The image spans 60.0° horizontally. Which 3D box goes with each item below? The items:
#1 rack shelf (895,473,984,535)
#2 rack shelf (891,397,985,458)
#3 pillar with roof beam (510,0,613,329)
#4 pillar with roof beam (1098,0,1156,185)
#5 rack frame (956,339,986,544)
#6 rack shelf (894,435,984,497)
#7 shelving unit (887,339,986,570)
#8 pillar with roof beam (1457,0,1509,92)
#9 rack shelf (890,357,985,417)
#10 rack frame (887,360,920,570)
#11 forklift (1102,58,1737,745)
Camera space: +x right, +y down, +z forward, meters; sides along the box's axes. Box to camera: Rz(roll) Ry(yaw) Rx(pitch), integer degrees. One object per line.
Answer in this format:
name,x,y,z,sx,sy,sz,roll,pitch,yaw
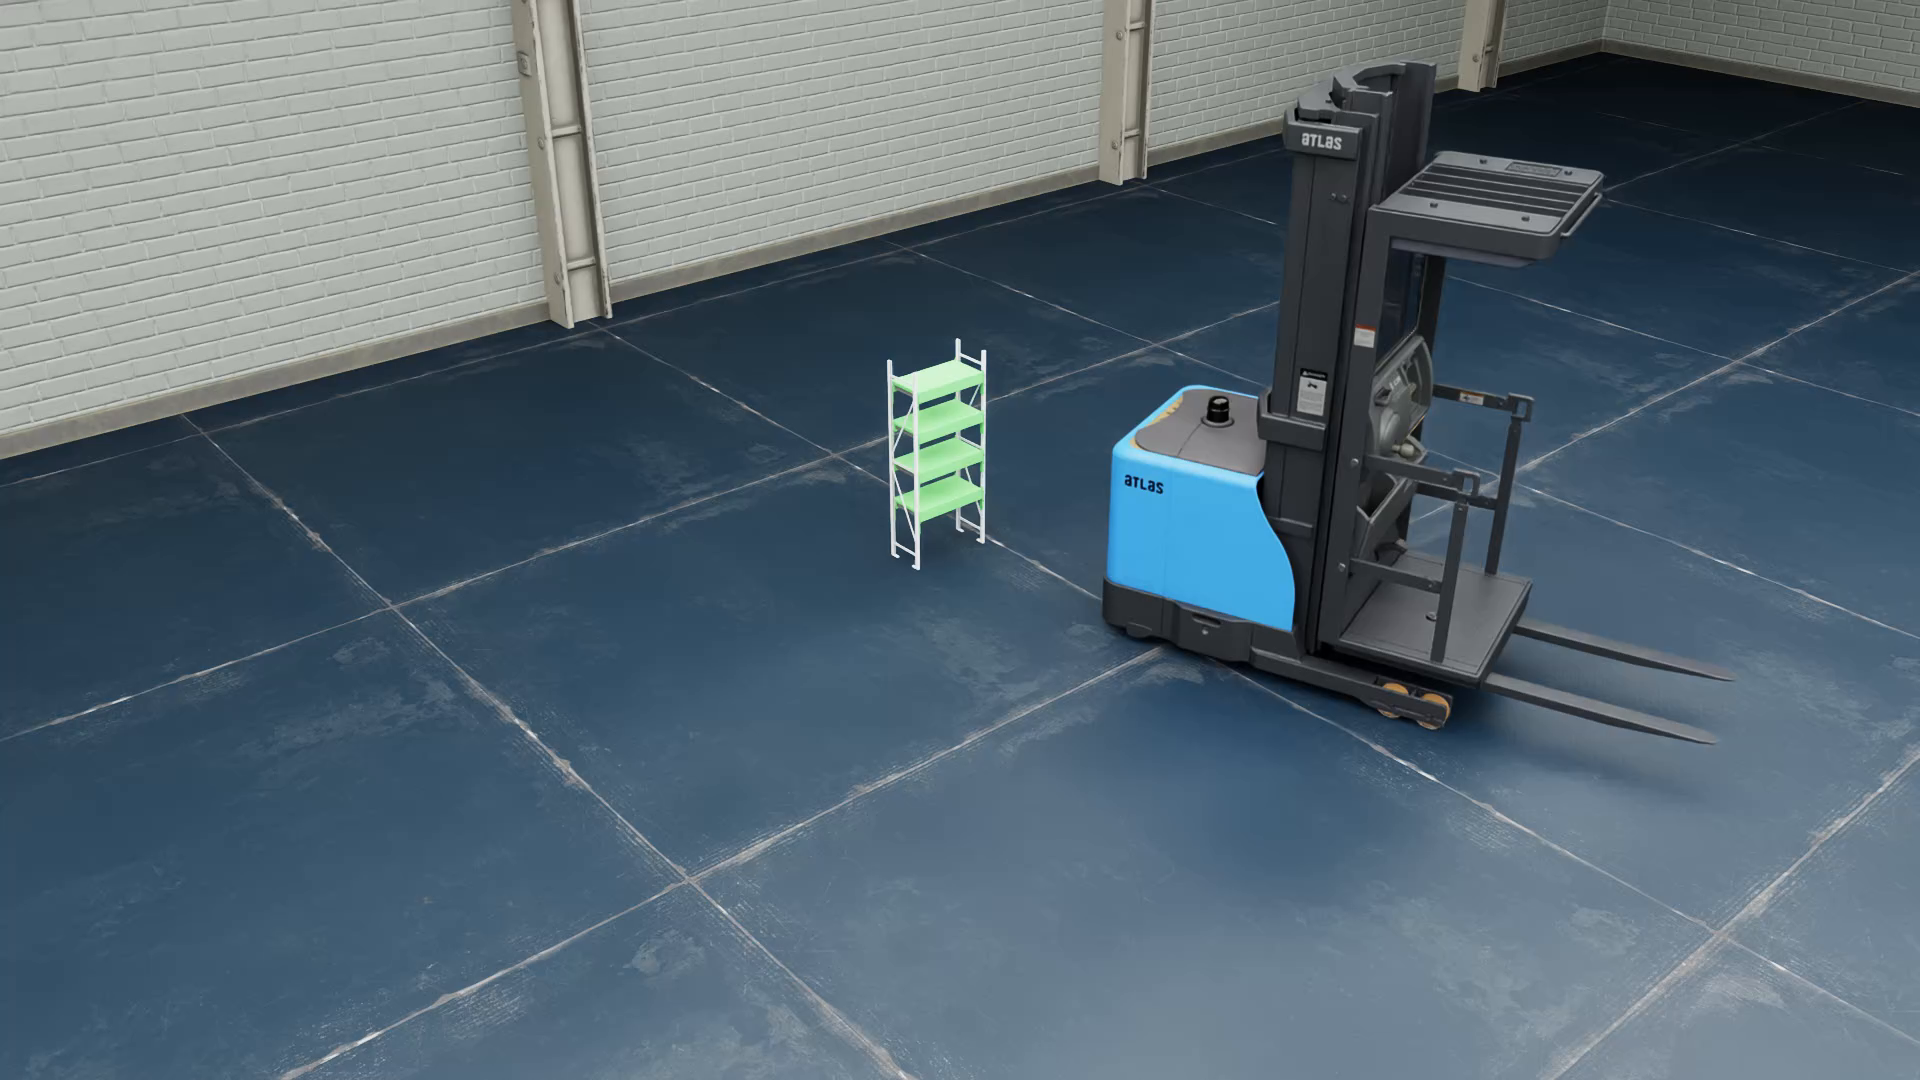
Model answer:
rack shelf,-0.126,-0.211,9.516,0.480,0.148,0.258,-22,35,-35
rack shelf,-0.126,-0.634,9.289,0.480,0.148,0.258,-22,35,-35
pillar with roof beam,-0.171,-4.166,7.997,0.400,9.000,9.100,-22,35,-35
pillar with roof beam,4.393,-6.001,11.432,0.400,9.000,9.100,-22,35,-35
rack frame,0.060,-0.553,9.512,0.015,1.200,0.240,-22,35,-35
rack shelf,-0.126,-0.422,9.403,0.480,0.148,0.258,-22,35,-35
shelving unit,-0.126,-0.479,9.372,0.503,1.200,0.258,-22,35,-35
pillar with roof beam,8.958,-7.836,14.866,0.400,9.000,9.100,-22,35,-35
rack shelf,-0.126,-0.846,9.176,0.480,0.148,0.258,-22,35,-35
rack frame,-0.312,-0.404,9.233,0.015,1.200,0.240,-22,35,-35
forklift,2.289,-0.666,7.886,3.031,2.935,1.130,15,32,26
